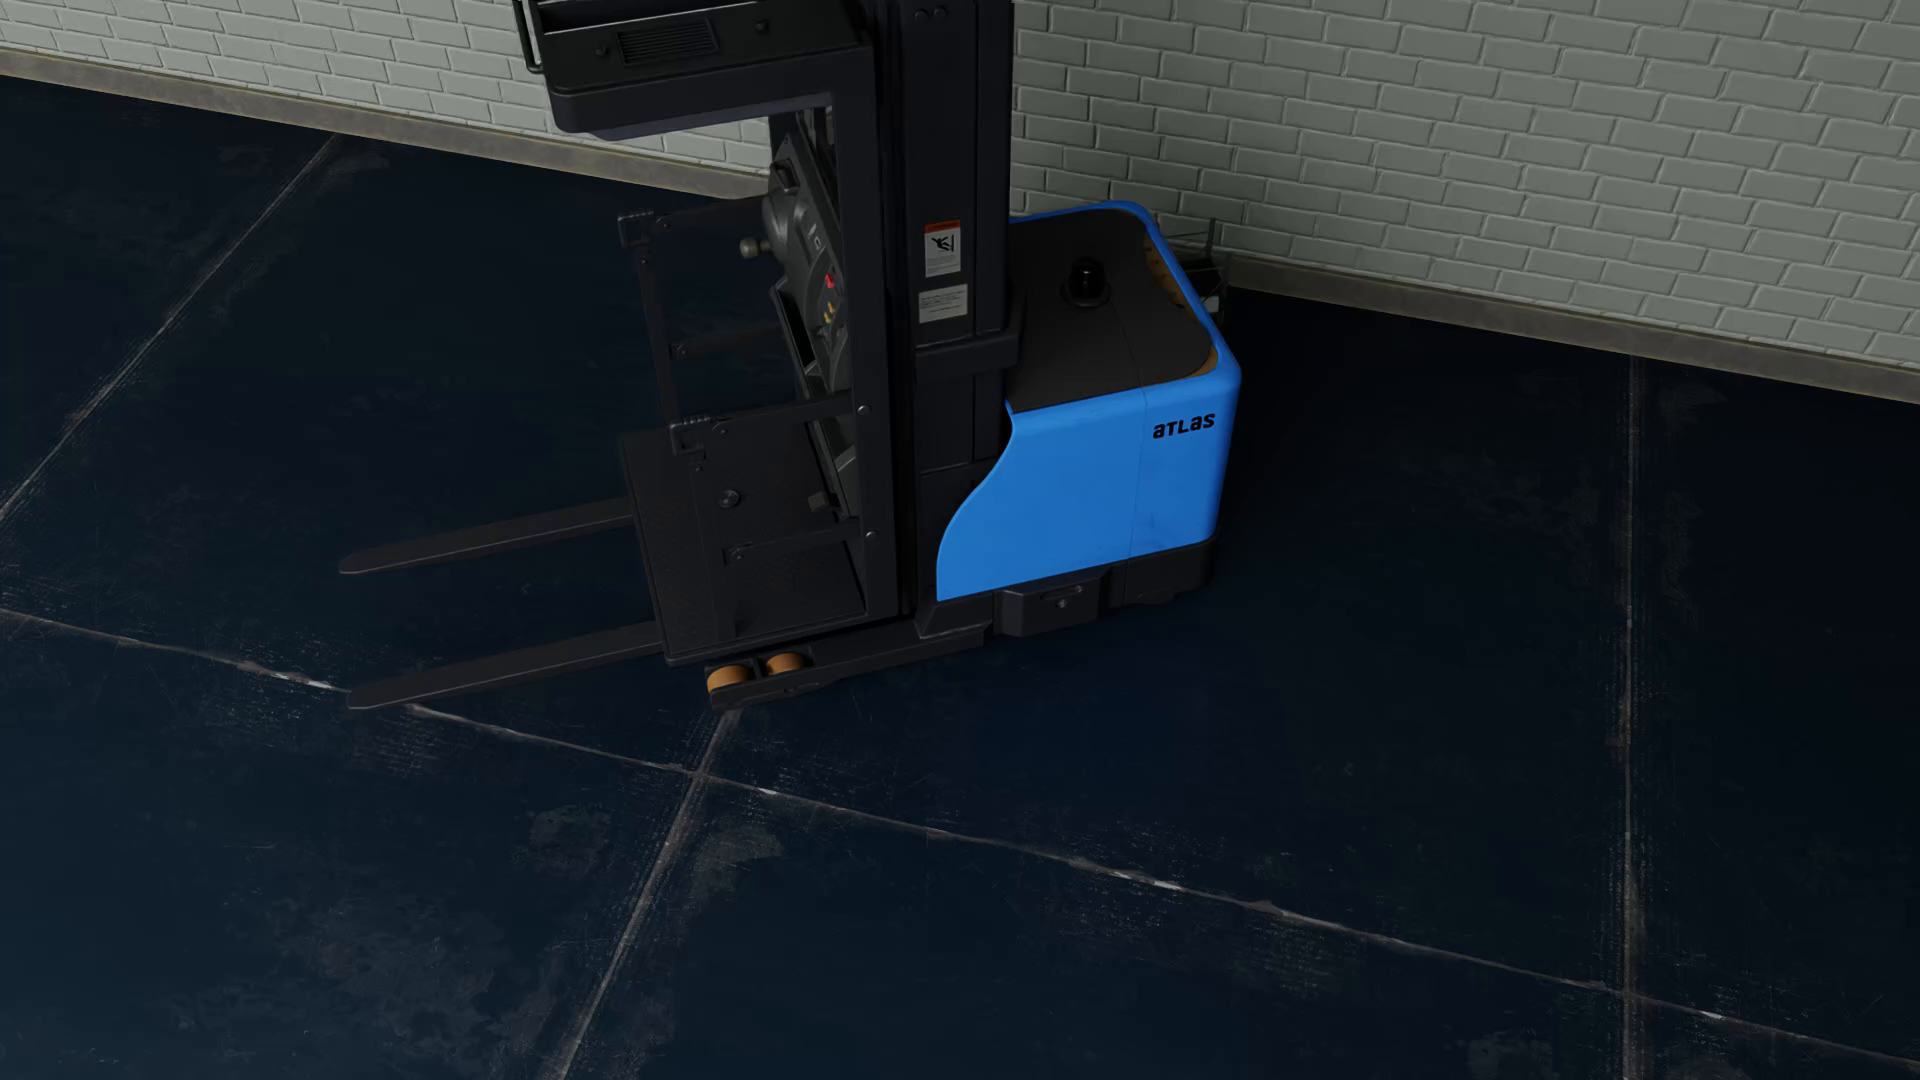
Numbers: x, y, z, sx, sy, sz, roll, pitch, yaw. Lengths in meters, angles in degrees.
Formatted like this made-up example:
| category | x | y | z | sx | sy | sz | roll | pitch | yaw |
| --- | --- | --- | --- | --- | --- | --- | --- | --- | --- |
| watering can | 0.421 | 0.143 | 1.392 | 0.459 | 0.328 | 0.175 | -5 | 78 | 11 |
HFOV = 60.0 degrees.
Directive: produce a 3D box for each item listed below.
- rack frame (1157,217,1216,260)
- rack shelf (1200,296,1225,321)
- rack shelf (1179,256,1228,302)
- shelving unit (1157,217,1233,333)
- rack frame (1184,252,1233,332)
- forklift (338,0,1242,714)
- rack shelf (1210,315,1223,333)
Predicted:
| category | x | y | z | sx | sy | sz | roll | pitch | yaw |
| --- | --- | --- | --- | --- | --- | --- | --- | --- | --- |
| rack frame | 0.820 | -0.865 | 6.413 | 0.240 | 0.900 | 0.006 | -8 | 49 | -7 |
| rack shelf | 0.839 | -0.888 | 6.237 | 0.258 | 0.077 | 0.200 | -8 | 49 | -7 |
| rack shelf | 0.839 | -0.947 | 6.170 | 0.258 | 0.077 | 0.200 | -8 | 49 | -7 |
| shelving unit | 0.839 | -0.790 | 6.347 | 0.258 | 0.900 | 0.210 | -8 | 49 | -7 |
| rack frame | 0.859 | -0.716 | 6.281 | 0.240 | 0.900 | 0.006 | -8 | 49 | -7 |
| forklift | -0.654 | -0.827 | 5.025 | 3.031 | 2.935 | 1.130 | -12 | 50 | -11 |
| rack shelf | 0.839 | -0.828 | 6.305 | 0.258 | 0.077 | 0.200 | -8 | 49 | -7 |
